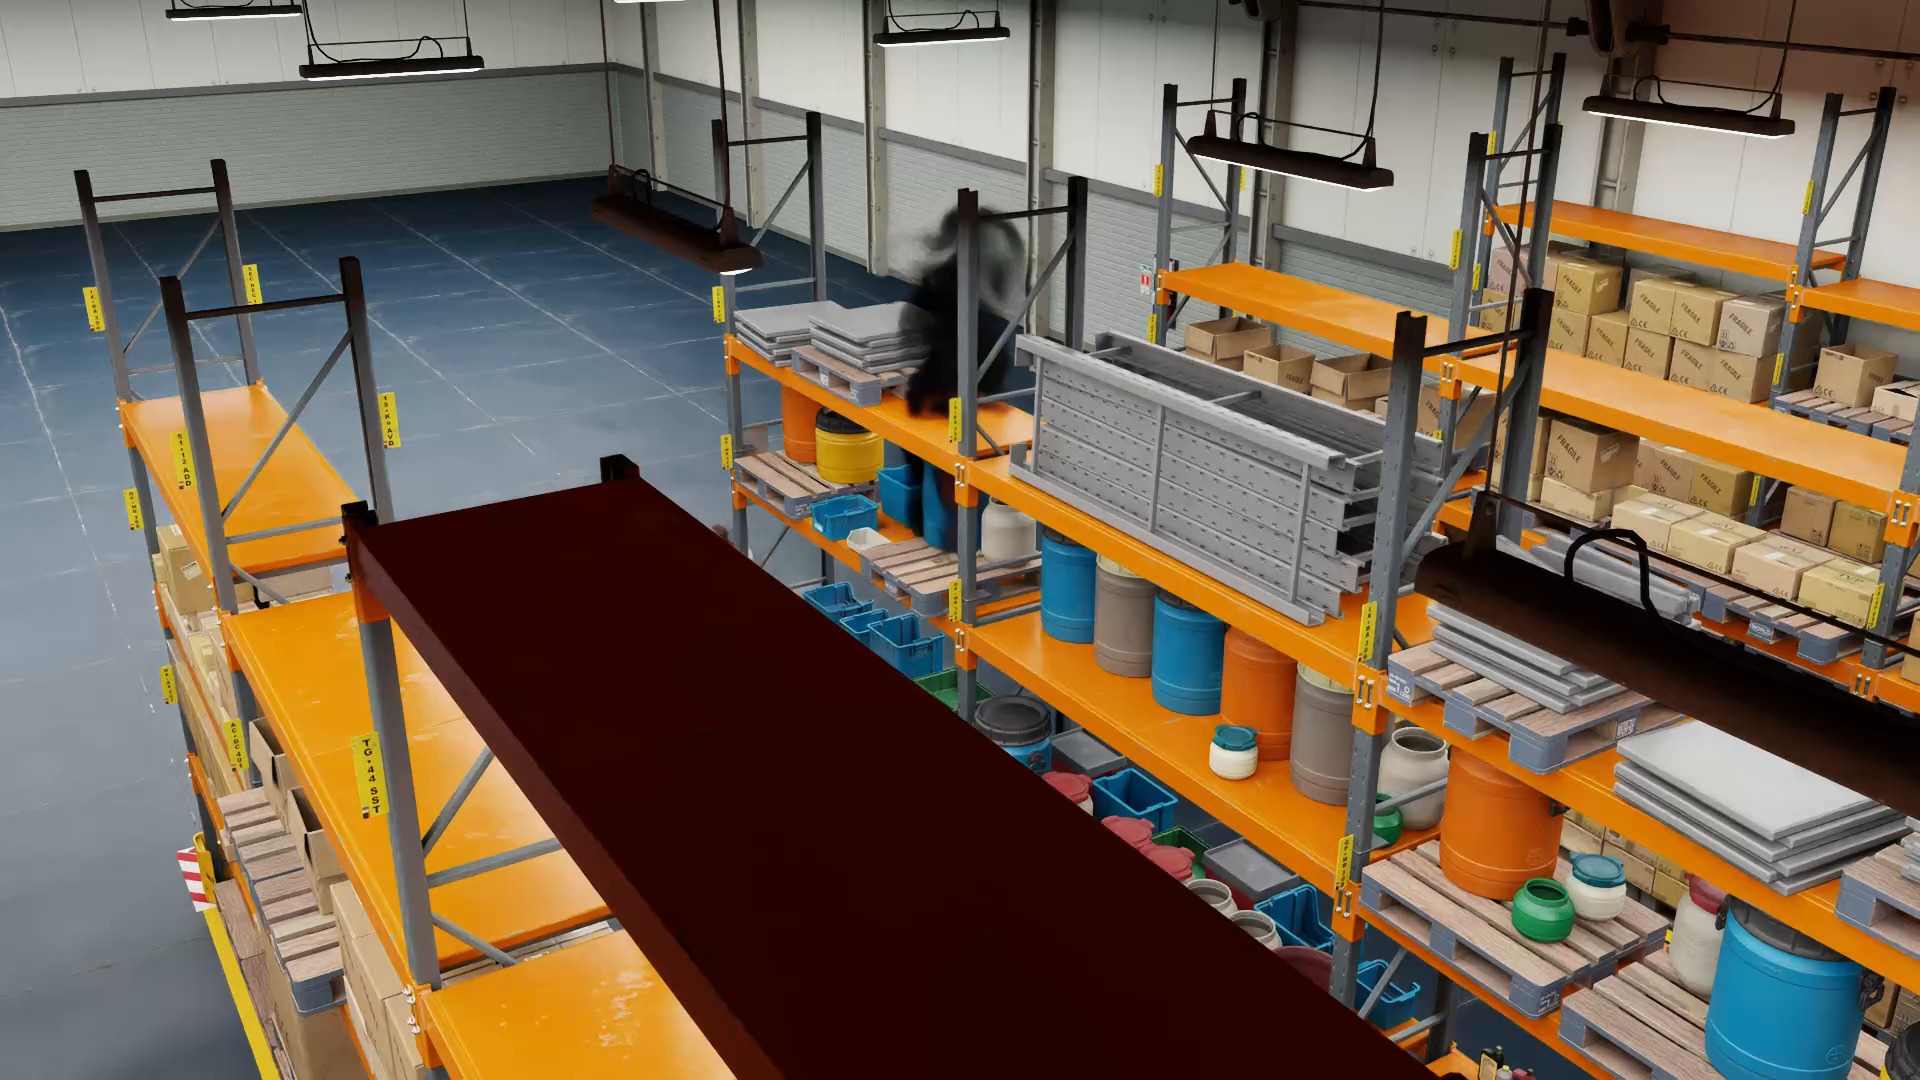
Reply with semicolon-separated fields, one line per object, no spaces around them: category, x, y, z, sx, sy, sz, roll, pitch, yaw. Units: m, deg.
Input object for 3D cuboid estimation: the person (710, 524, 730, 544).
person;-2.474;0.626;17.695;0.643;1.634;0.584;4;22;10
